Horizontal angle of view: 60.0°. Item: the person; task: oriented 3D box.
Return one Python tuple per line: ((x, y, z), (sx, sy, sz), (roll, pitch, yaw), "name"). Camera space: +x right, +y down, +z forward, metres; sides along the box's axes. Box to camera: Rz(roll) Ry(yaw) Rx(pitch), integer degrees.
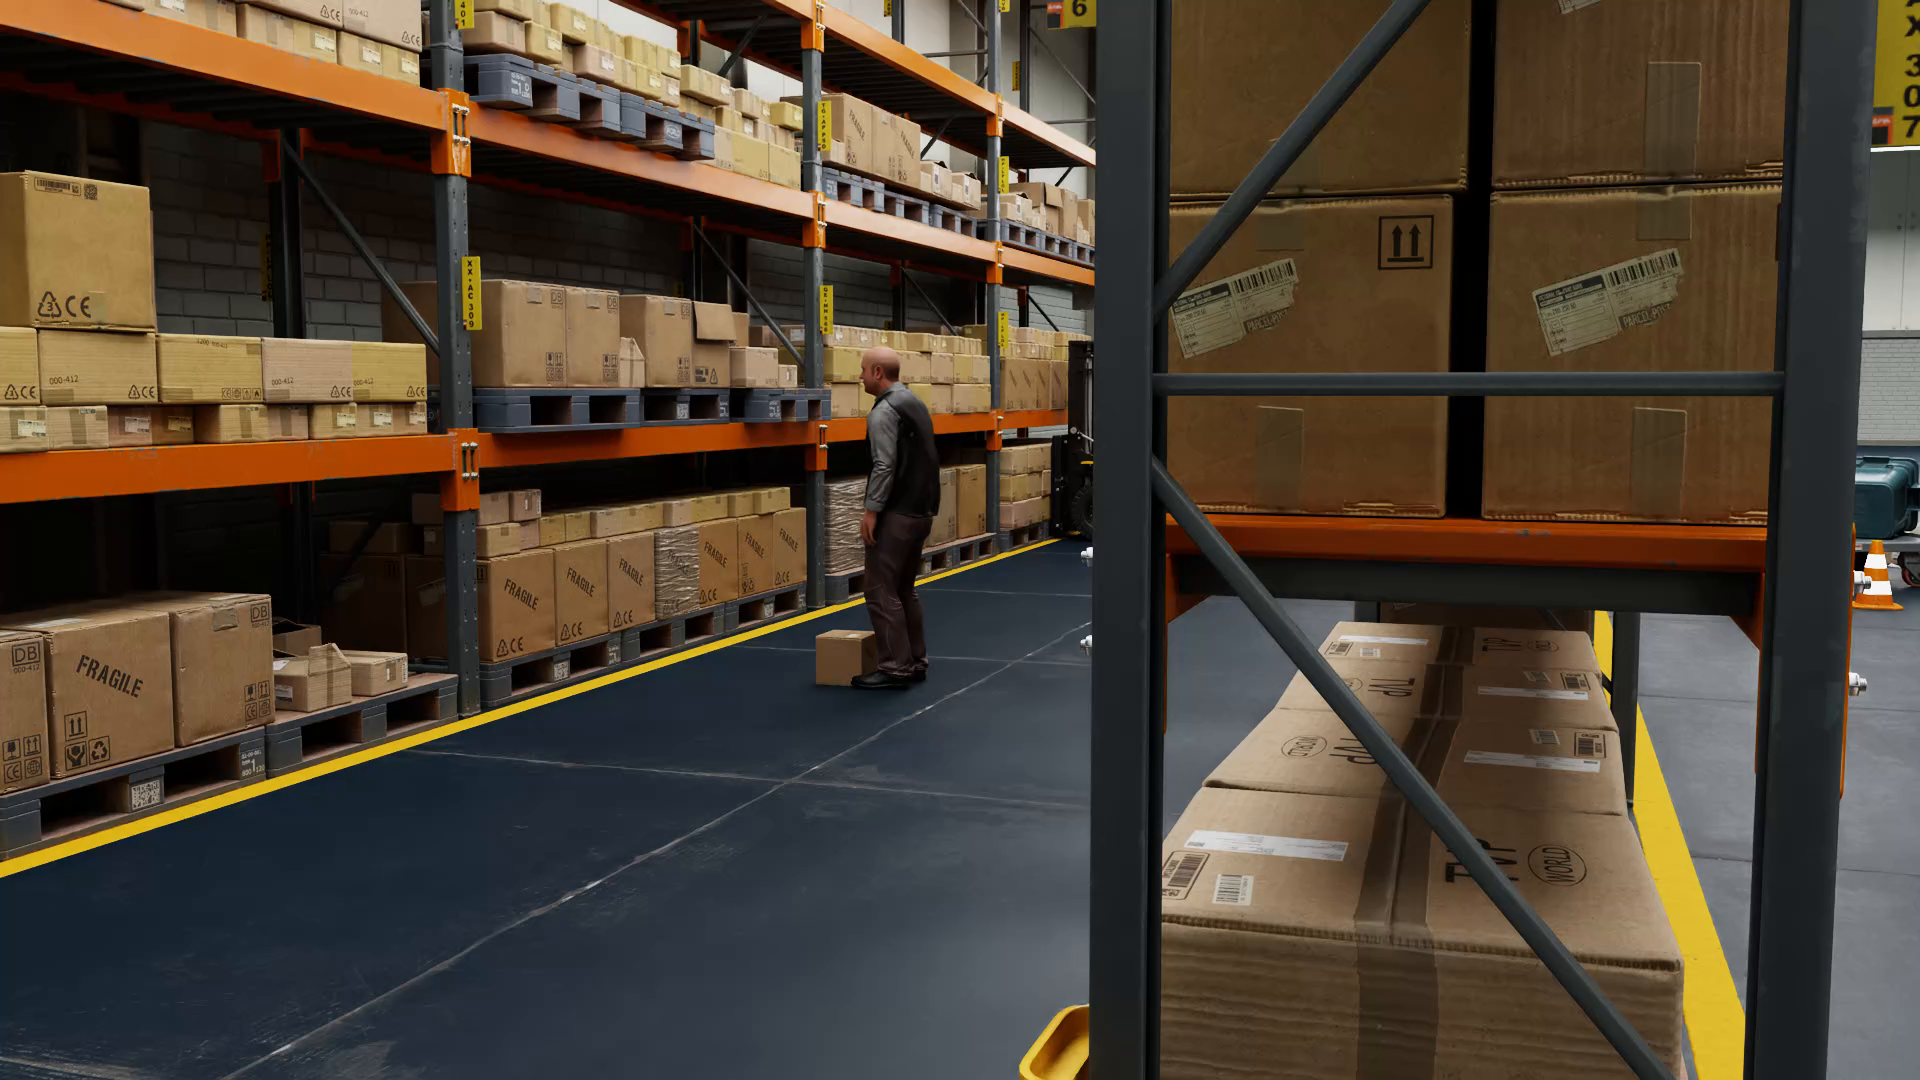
((-0.313, -0.118, 8.422), (0.415, 1.721, 0.580), (2, 5, 19), "person")
